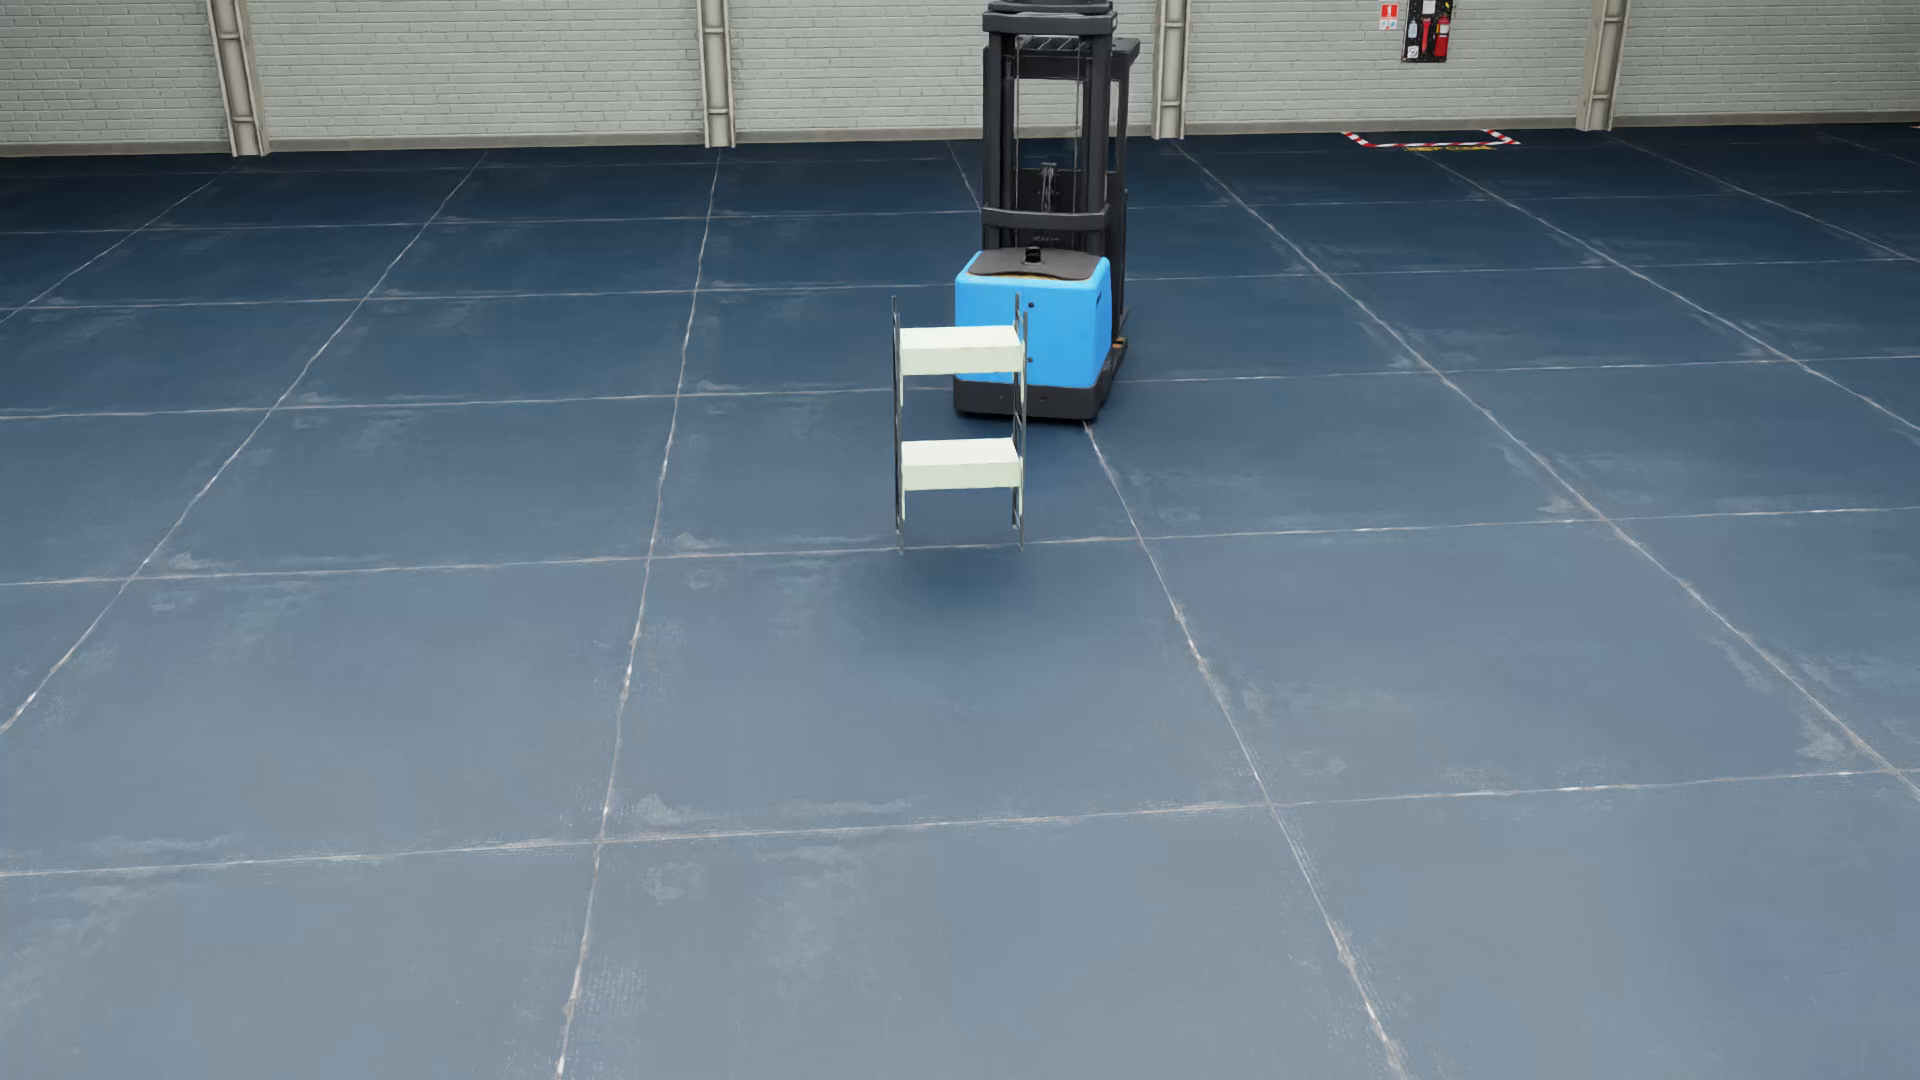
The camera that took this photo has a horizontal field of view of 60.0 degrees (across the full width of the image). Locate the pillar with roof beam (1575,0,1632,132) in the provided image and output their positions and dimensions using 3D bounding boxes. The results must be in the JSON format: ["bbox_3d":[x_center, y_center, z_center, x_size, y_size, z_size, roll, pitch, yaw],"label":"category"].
[{"bbox_3d":[9.200,-8.070,17.328,0.400,9.000,9.100,-2,24,-5],"label":"pillar with roof beam"}]

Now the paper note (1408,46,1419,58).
[{"bbox_3d":[6.131,-6.604,22.499,0.142,0.148,0.016,-2,24,-5],"label":"paper note"}]

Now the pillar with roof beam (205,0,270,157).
[{"bbox_3d":[-8.712,-7.352,15.711,0.400,9.000,9.100,-2,24,-5],"label":"pillar with roof beam"}]

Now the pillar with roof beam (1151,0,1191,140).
[{"bbox_3d":[3.229,-7.831,16.789,0.400,9.000,9.100,-2,24,-5],"label":"pillar with roof beam"}]

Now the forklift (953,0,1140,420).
[{"bbox_3d":[0.764,-2.781,12.898,1.130,2.935,3.031,5,24,11],"label":"forklift"}]

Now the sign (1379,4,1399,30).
[{"bbox_3d":[5.754,-7.022,22.311,0.234,0.329,0.001,-2,24,-5],"label":"sign"}]

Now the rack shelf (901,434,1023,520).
[{"bbox_3d":[-0.007,-0.387,10.077,0.720,0.370,0.431,-2,24,-5],"label":"rack shelf"}]

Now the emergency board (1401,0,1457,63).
[{"bbox_3d":[6.314,-6.986,22.274,0.643,1.169,0.194,-2,24,-5],"label":"emergency board"}]

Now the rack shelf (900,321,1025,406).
[{"bbox_3d":[-0.007,-1.042,9.786,0.720,0.370,0.431,-2,24,-5],"label":"rack shelf"}]

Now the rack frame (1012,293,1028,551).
[{"bbox_3d":[0.358,-0.700,9.978,0.023,1.500,0.400,-2,24,-5],"label":"rack frame"}]

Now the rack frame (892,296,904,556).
[{"bbox_3d":[-0.371,-0.670,9.912,0.023,1.500,0.400,-2,24,-5],"label":"rack frame"}]

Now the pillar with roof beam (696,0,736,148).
[{"bbox_3d":[-2.741,-7.591,16.250,0.400,9.000,9.100,-2,24,-5],"label":"pillar with roof beam"}]

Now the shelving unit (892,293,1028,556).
[{"bbox_3d":[-0.007,-0.685,9.945,0.755,1.500,0.431,-2,24,-5],"label":"shelving unit"}]
